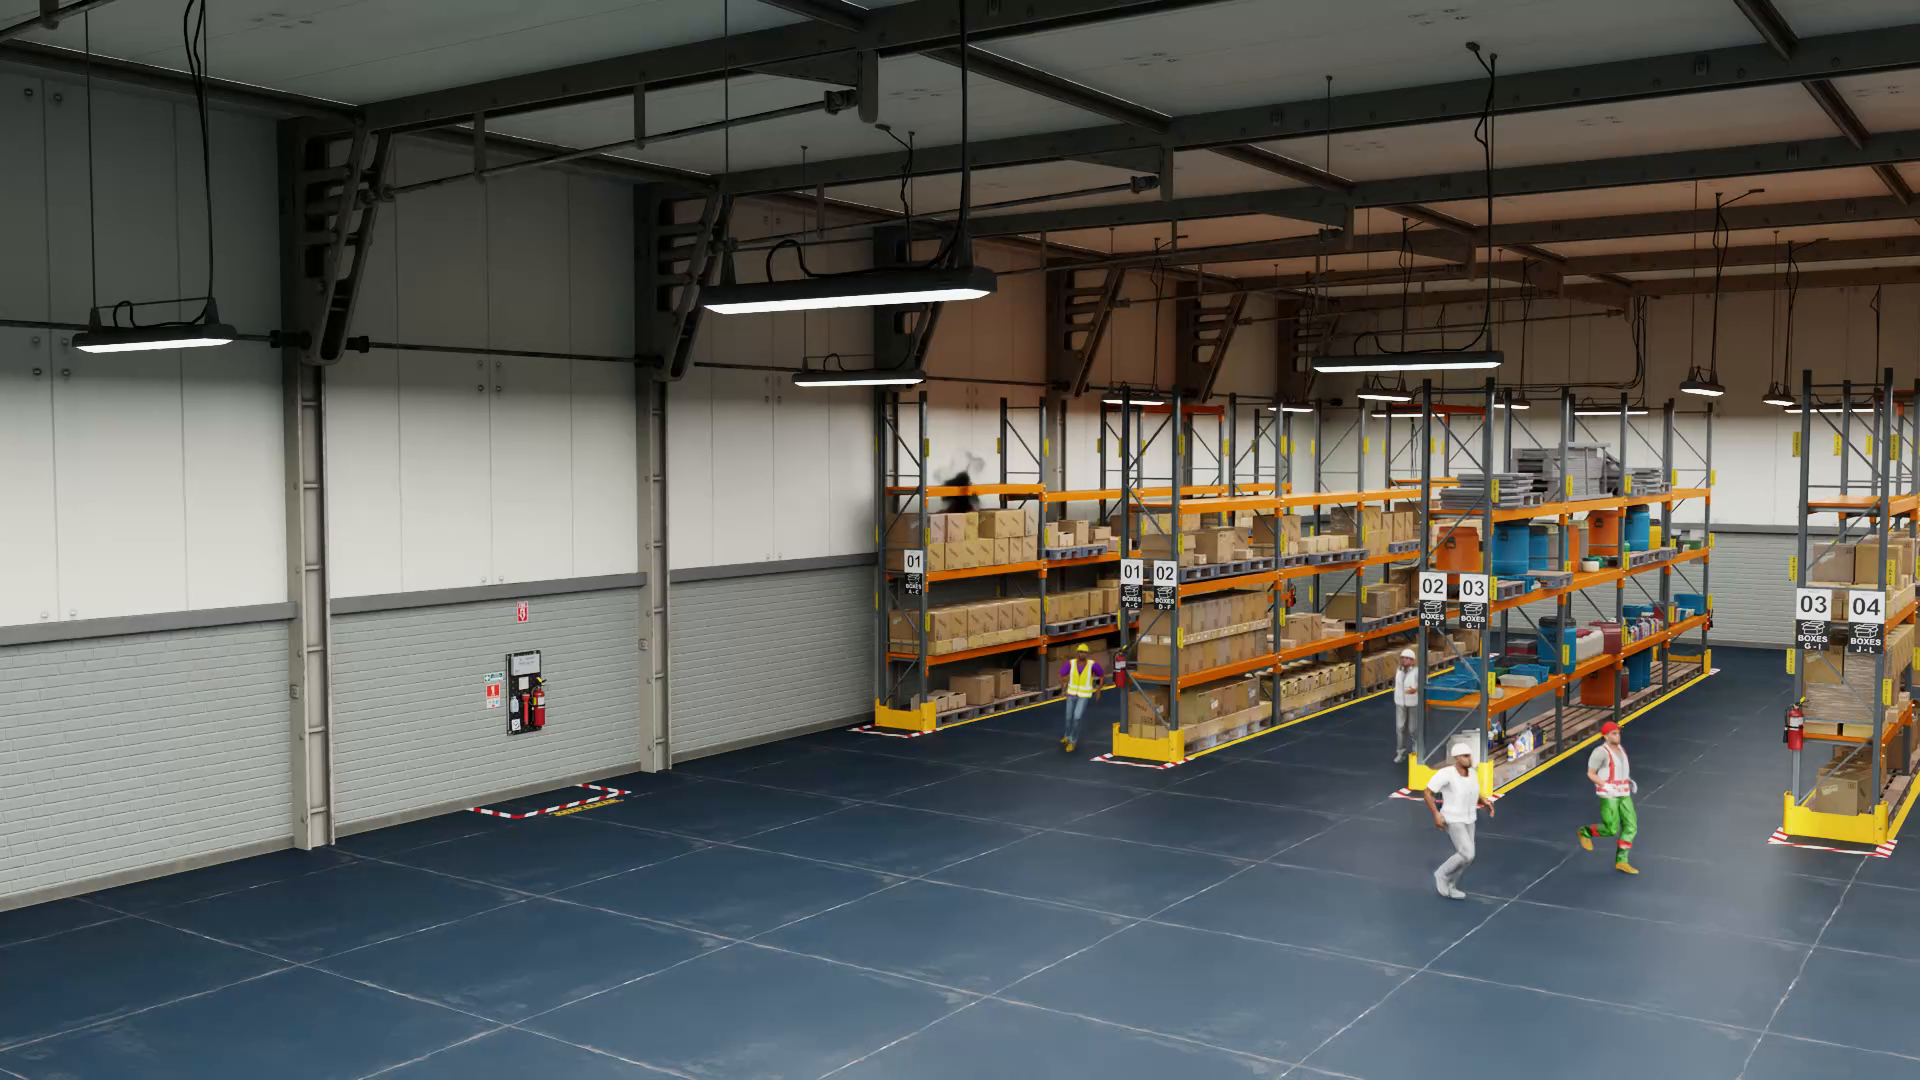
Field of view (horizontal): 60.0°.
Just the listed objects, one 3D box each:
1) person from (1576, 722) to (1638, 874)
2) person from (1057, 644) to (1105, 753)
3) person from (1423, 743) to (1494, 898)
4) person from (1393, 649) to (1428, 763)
[{"bbox_3d":[7.769,3.037,19.833,0.669,1.754,0.825,-2,4,-27],"label":"person"},{"bbox_3d":[1.979,2.611,27.589,0.761,1.784,0.742,1,3,17],"label":"person"},{"bbox_3d":[5.567,3.109,18.389,0.706,1.729,0.574,-2,4,-34],"label":"person"},{"bbox_3d":[7.211,2.640,26.631,0.648,1.787,0.890,2,4,37],"label":"person"}]
